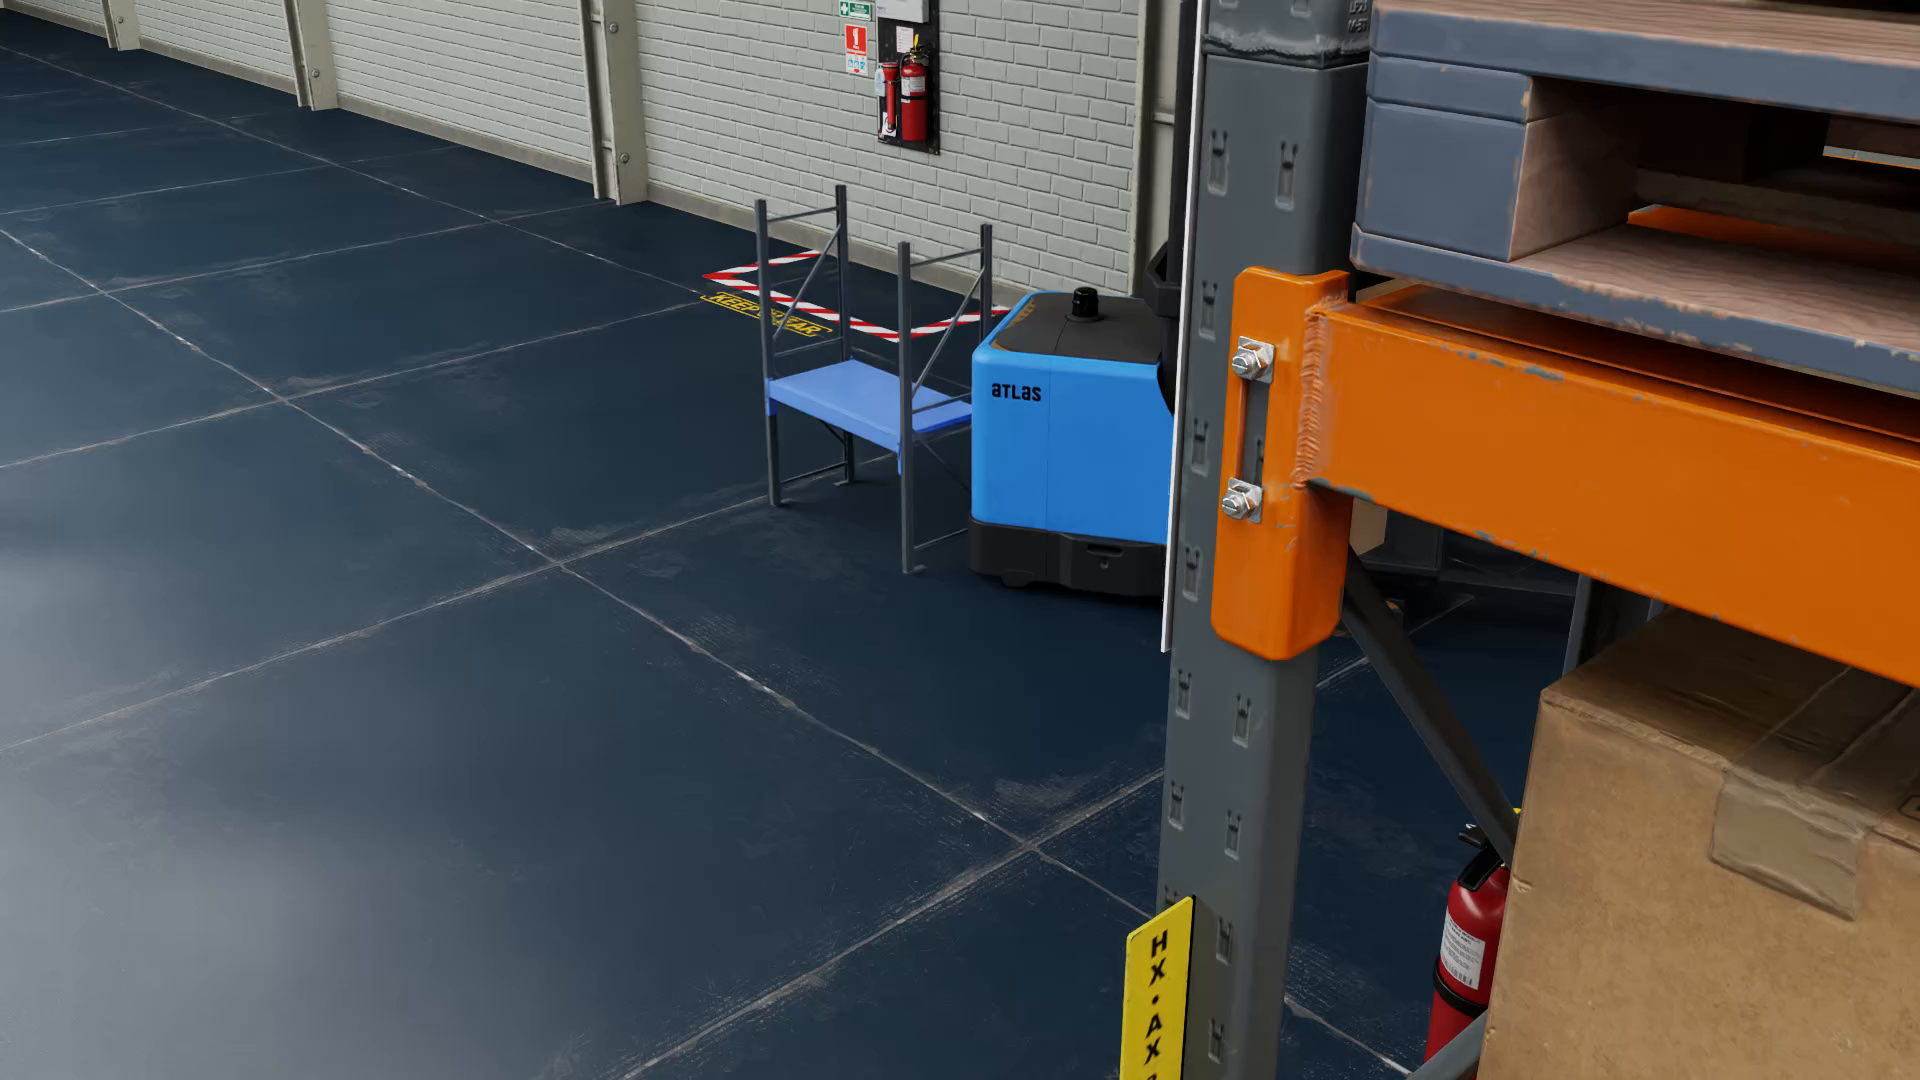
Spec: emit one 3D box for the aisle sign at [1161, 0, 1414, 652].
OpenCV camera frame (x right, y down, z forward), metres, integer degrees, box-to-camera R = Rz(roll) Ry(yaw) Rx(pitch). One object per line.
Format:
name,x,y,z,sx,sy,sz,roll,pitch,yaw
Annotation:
aisle sign,0.351,-0.300,1.661,0.394,0.787,0.004,-21,32,-38

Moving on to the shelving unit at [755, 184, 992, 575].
shelving unit,-0.394,-0.757,7.602,0.538,1.500,1.048,-20,31,-37

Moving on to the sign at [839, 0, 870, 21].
sign,-0.725,-3.651,11.458,0.001,0.109,0.331,-21,32,-38

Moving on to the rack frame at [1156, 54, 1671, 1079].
rack frame,0.619,0.816,2.347,1.000,3.000,0.127,-21,32,-38

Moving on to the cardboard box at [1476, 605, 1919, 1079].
cardboard box,0.965,0.341,1.704,0.700,0.500,0.500,-21,32,-38

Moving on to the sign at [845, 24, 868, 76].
sign,-0.722,-3.414,11.576,0.001,0.329,0.234,-21,32,-38

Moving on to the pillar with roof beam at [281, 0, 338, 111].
pillar with roof beam,-10.103,-7.585,13.535,9.100,9.000,0.400,-21,32,-38

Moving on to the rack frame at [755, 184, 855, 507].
rack frame,-0.730,-0.916,7.950,0.500,1.500,0.032,-20,31,-37

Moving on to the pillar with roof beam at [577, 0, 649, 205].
pillar with roof beam,-6.002,-5.767,9.550,9.100,9.000,0.400,-21,32,-38

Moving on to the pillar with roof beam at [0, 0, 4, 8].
pillar with roof beam,-18.305,-11.221,21.504,9.100,9.000,0.400,-21,32,-38

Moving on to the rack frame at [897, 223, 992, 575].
rack frame,-0.059,-0.598,7.255,0.500,1.500,0.032,-20,31,-37

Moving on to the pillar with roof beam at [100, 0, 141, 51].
pillar with roof beam,-14.204,-9.403,17.519,9.100,9.000,0.400,-21,32,-38

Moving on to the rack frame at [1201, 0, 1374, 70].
rack frame,0.619,-1.913,1.102,1.000,3.000,0.127,-21,32,-38

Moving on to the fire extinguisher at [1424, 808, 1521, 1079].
fire extinguisher,0.878,0.684,2.730,0.296,0.674,0.183,-21,32,-38

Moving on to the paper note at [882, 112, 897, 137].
paper note,-0.490,-2.873,11.496,0.016,0.148,0.142,-21,32,-38

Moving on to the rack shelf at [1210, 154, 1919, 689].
rack shelf,1.986,0.385,0.546,1.077,0.370,4.000,-21,32,-38

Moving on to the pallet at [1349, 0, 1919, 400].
pallet,1.084,-0.287,1.257,1.003,0.211,1.213,-21,32,-38

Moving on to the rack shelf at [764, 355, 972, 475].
rack shelf,-0.394,-0.593,7.677,0.538,0.185,1.000,-20,31,-37

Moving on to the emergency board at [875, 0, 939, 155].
emergency board,-0.419,-3.201,11.152,0.194,1.169,0.643,-21,32,-38

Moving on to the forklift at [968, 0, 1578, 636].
forklift,1.611,-1.160,6.762,3.031,2.935,1.130,7,25,15

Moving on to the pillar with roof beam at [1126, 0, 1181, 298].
pillar with roof beam,-1.901,-3.950,5.565,9.100,9.000,0.400,-21,32,-38

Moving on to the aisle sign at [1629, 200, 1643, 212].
aisle sign,0.789,-0.470,2.034,0.394,0.787,0.004,-21,32,-38

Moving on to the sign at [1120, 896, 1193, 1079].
sign,0.210,0.542,1.810,0.100,0.325,0.005,-21,32,-38
